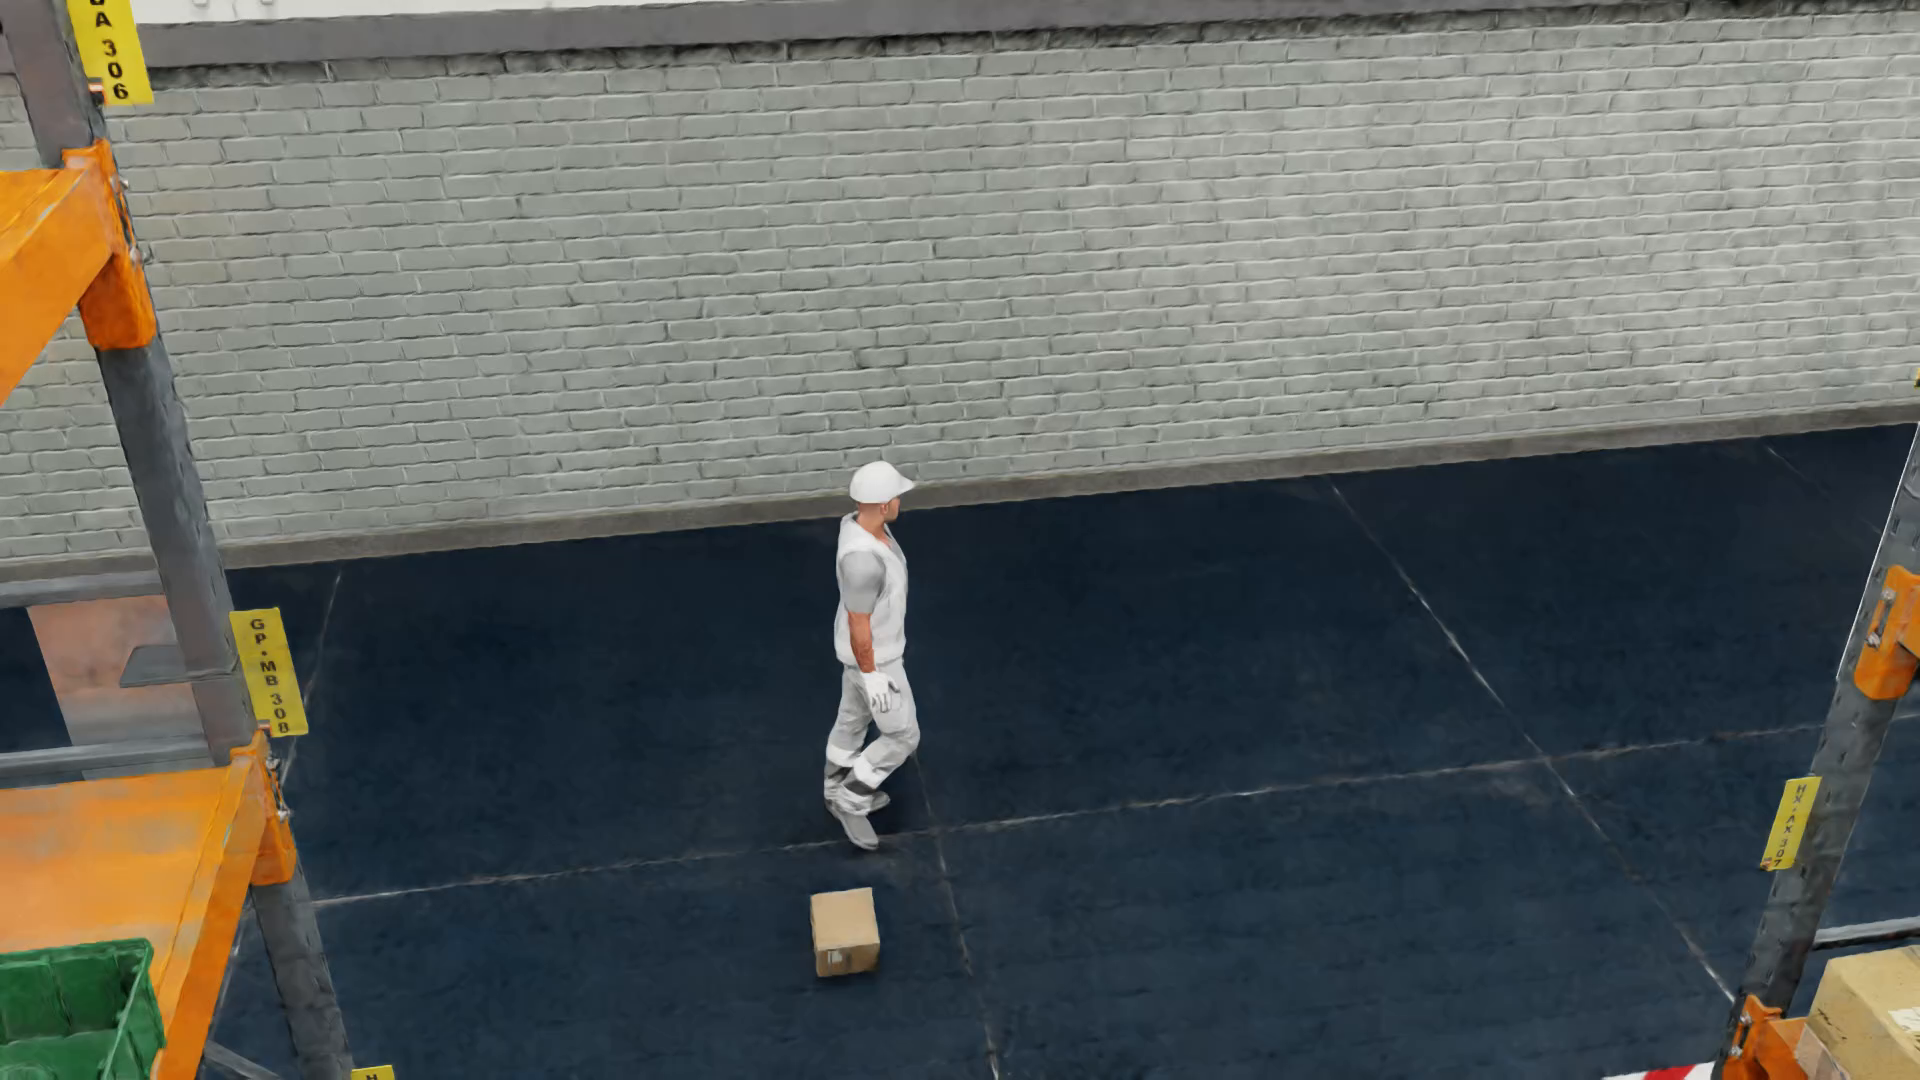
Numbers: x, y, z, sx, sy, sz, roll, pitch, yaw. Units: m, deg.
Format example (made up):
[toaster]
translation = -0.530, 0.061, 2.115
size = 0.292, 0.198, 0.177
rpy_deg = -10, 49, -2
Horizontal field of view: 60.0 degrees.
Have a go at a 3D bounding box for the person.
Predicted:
[person]
translation = -0.406, 0.481, 7.258
size = 0.451, 1.772, 0.658
rpy_deg = -1, 30, -2
